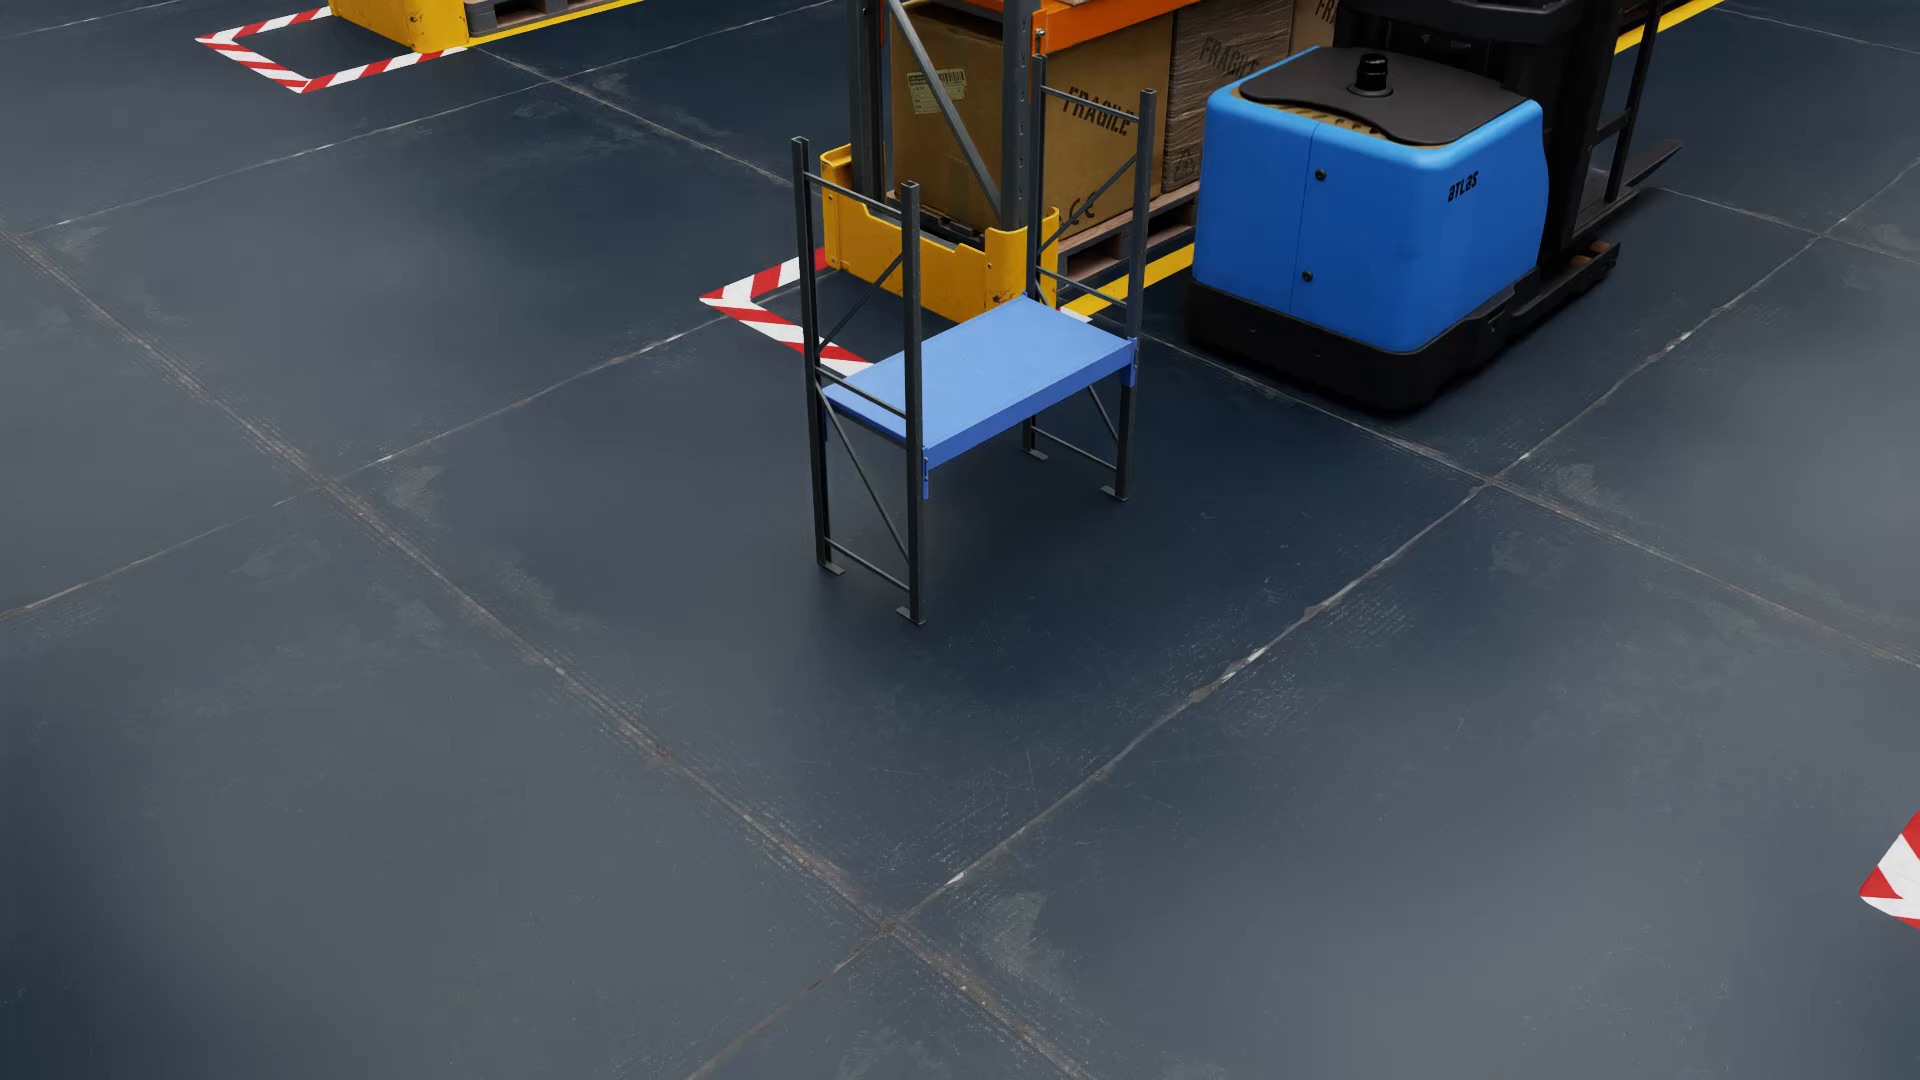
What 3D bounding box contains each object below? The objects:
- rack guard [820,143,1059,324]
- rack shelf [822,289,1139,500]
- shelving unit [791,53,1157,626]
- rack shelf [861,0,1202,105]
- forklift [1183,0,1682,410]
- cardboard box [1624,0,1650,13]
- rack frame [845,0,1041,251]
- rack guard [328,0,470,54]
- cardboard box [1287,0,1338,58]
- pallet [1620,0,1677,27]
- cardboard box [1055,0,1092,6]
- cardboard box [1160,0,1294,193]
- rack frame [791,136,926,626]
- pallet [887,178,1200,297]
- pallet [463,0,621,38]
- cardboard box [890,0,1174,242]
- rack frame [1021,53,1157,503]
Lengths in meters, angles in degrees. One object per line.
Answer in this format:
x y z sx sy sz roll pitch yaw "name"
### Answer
-0.103 -1.307 7.188 1.175 0.500 0.348 30 45 35 "rack guard"
0.060 -0.502 5.474 0.538 0.185 1.000 30 45 35 "rack shelf"
0.060 -0.650 5.371 0.538 1.500 1.048 30 45 35 "shelving unit"
1.323 -2.859 7.857 1.077 0.370 4.000 30 45 35 "rack shelf"
2.284 -2.458 6.712 1.130 2.935 3.031 27 43 33 "forklift"
3.798 -3.898 10.207 1.225 0.875 0.875 28 44 34 "cardboard box"
-0.086 -2.343 6.487 1.000 3.000 0.127 30 45 35 "rack frame"
-3.481 -3.388 10.171 1.175 0.500 0.348 30 45 35 "rack guard"
1.577 -2.666 8.441 0.875 0.875 0.875 30 45 35 "cardboard box"
4.082 -3.664 10.819 1.003 0.211 1.213 30 45 35 "pallet"
0.399 -2.251 6.574 0.250 0.149 0.380 -29 44 -35 "cardboard box"
0.950 -2.305 7.923 0.875 0.875 0.875 30 45 35 "cardboard box"
-0.298 -0.443 5.075 0.500 1.500 0.032 30 45 35 "rack frame"
0.422 -1.555 7.795 1.003 0.211 1.213 30 45 35 "pallet"
-2.883 -3.585 10.706 1.003 0.211 1.213 30 45 35 "pallet"
0.308 -1.935 7.393 0.875 0.875 0.875 30 45 35 "cardboard box"
0.418 -0.856 5.667 0.500 1.500 0.032 30 45 35 "rack frame"
